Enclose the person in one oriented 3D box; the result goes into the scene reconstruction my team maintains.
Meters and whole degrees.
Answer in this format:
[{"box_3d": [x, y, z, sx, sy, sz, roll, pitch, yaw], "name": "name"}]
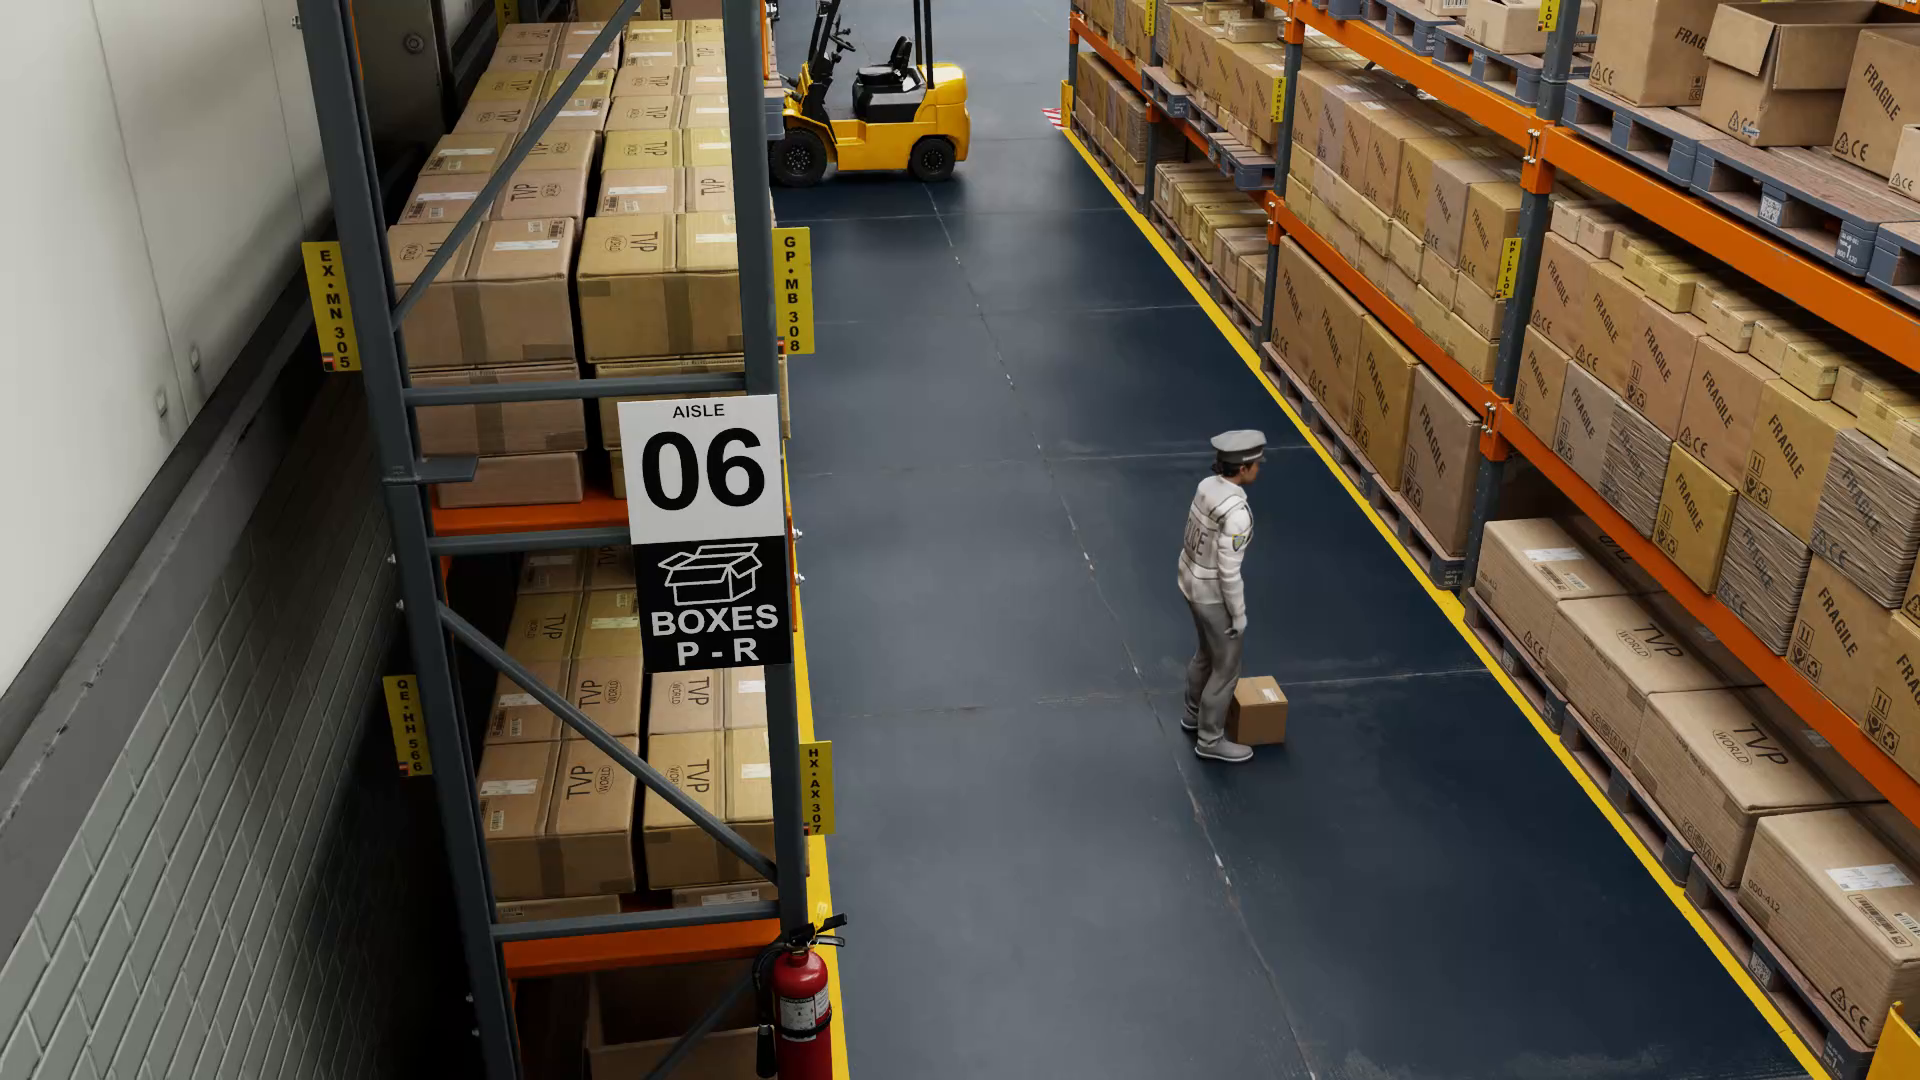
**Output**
[{"box_3d": [1.274, 0.277, 8.079, 0.359, 1.662, 0.463, -5, 28, -10], "name": "person"}]
